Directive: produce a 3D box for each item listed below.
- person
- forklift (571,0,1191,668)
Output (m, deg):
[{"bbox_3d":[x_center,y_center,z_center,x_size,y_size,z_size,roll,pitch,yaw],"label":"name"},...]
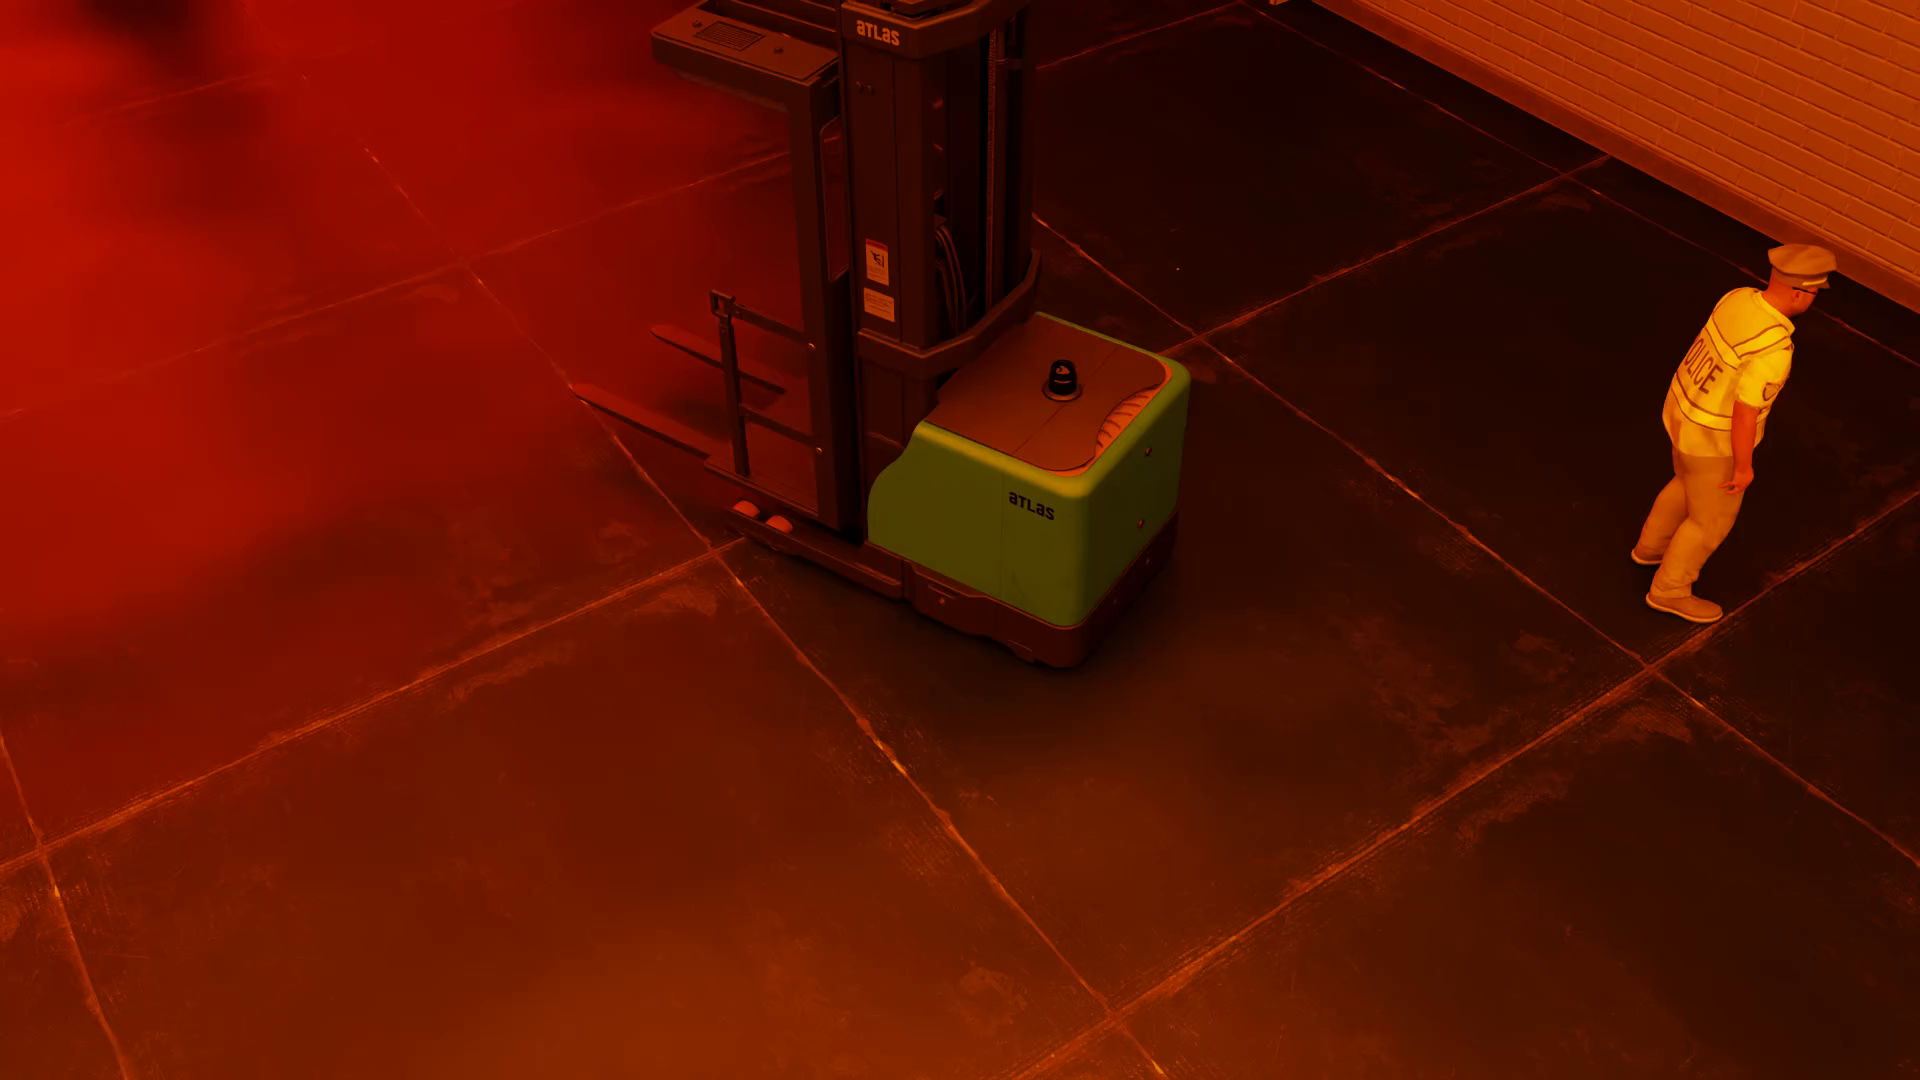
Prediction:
[{"bbox_3d":[3.235,-0.467,7.095,0.442,1.746,0.592,2,43,3],"label":"person"},{"bbox_3d":[-0.511,-1.302,7.129,3.031,2.935,1.130,24,48,24],"label":"forklift"}]
